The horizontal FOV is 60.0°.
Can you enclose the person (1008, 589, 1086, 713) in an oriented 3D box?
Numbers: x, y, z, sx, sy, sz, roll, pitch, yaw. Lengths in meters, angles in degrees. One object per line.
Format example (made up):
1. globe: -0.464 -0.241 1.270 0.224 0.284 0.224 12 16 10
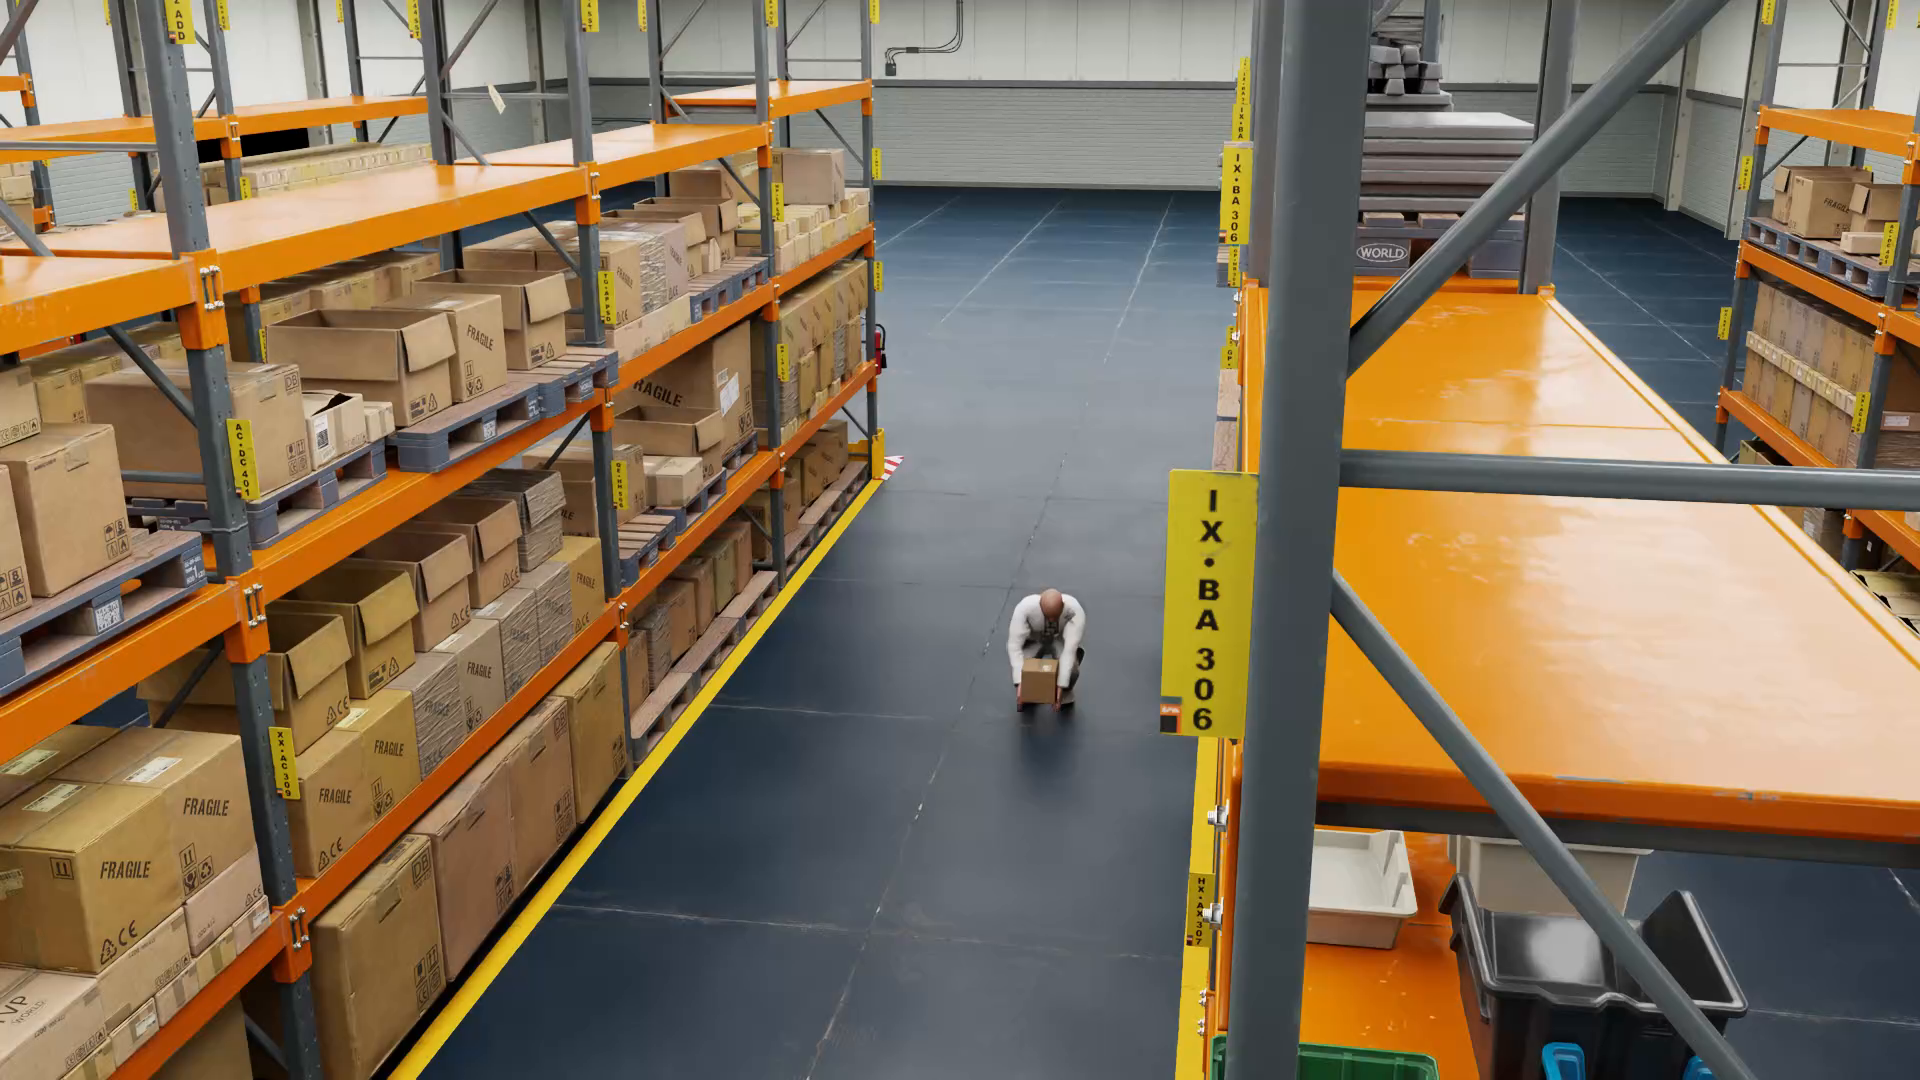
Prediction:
1. person: 0.647 0.768 12.455 0.588 1.001 0.901 3 18 8
